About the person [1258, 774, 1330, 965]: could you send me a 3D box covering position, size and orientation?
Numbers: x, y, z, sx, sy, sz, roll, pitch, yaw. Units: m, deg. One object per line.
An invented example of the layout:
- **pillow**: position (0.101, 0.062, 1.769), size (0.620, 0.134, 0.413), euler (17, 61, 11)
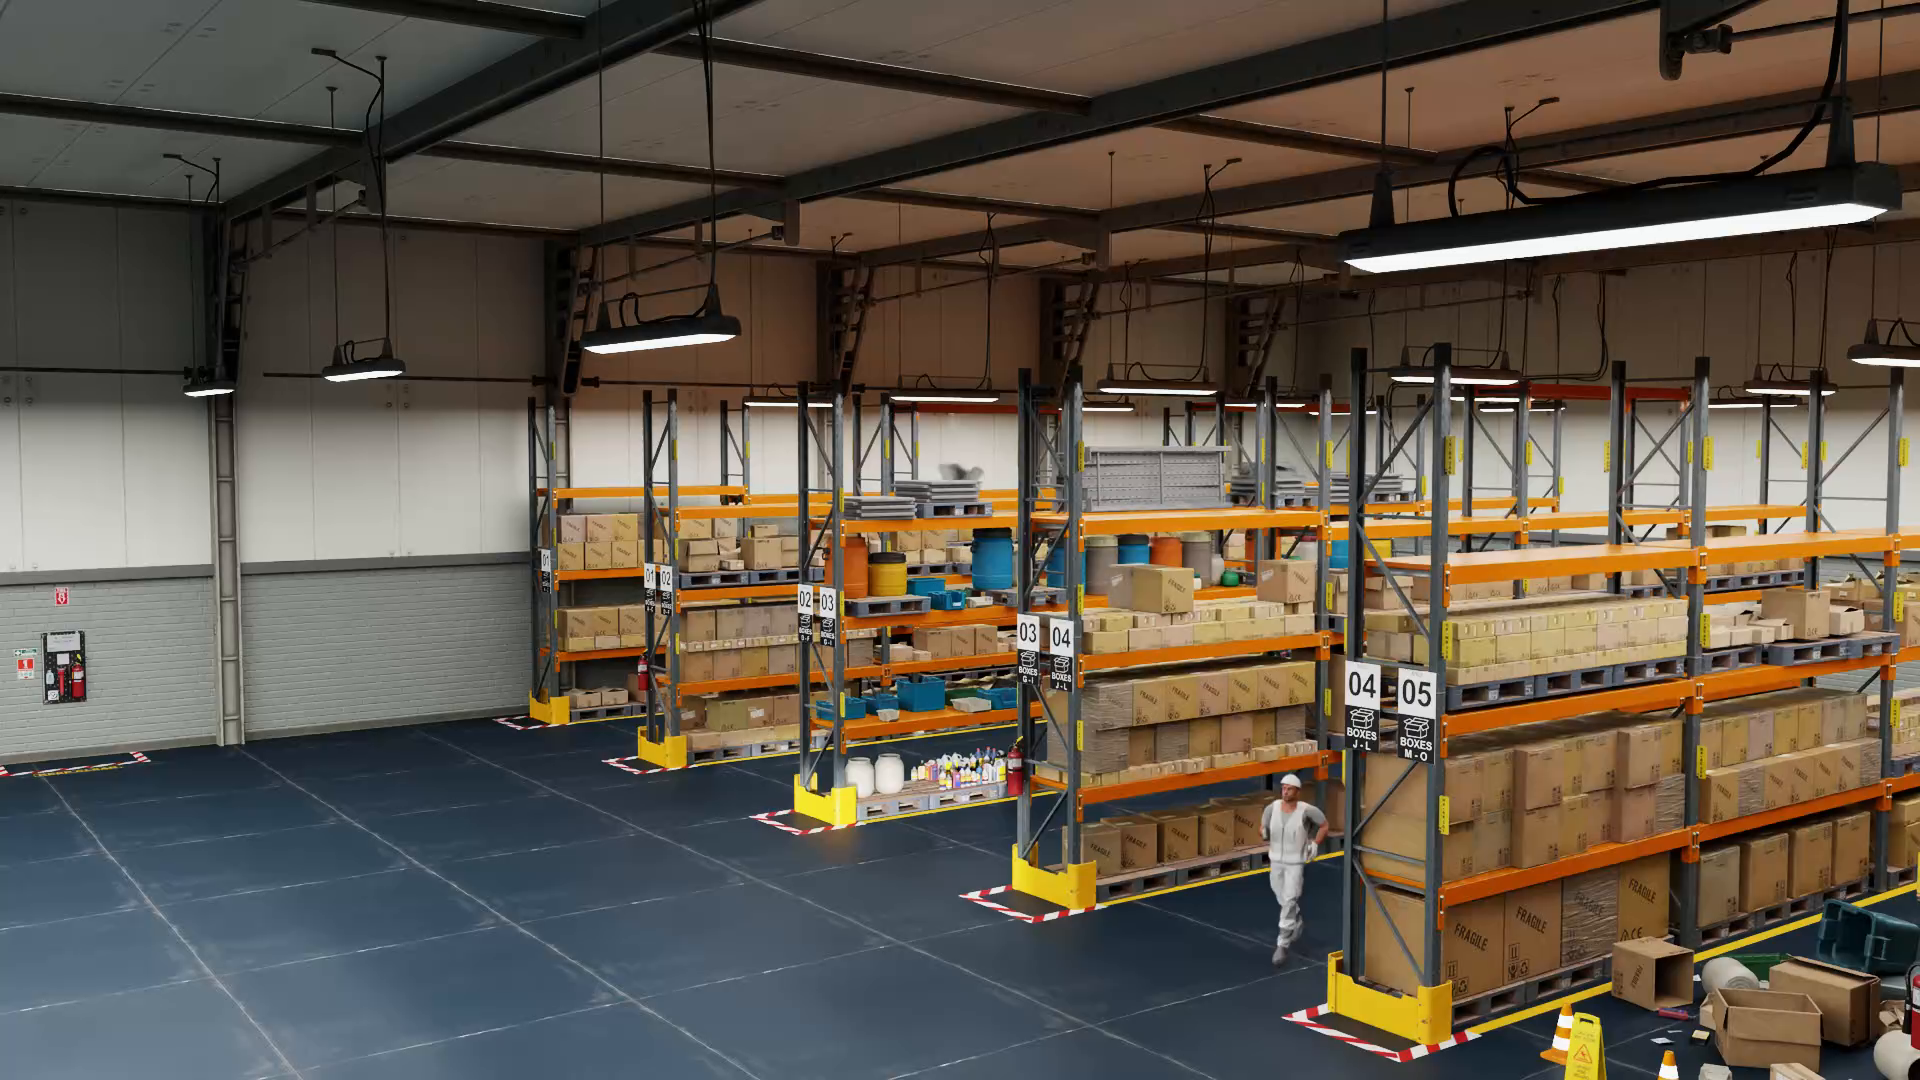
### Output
- **person**: position (3.296, 3.253, 16.699), size (0.647, 1.808, 0.877), euler (3, 4, 37)
